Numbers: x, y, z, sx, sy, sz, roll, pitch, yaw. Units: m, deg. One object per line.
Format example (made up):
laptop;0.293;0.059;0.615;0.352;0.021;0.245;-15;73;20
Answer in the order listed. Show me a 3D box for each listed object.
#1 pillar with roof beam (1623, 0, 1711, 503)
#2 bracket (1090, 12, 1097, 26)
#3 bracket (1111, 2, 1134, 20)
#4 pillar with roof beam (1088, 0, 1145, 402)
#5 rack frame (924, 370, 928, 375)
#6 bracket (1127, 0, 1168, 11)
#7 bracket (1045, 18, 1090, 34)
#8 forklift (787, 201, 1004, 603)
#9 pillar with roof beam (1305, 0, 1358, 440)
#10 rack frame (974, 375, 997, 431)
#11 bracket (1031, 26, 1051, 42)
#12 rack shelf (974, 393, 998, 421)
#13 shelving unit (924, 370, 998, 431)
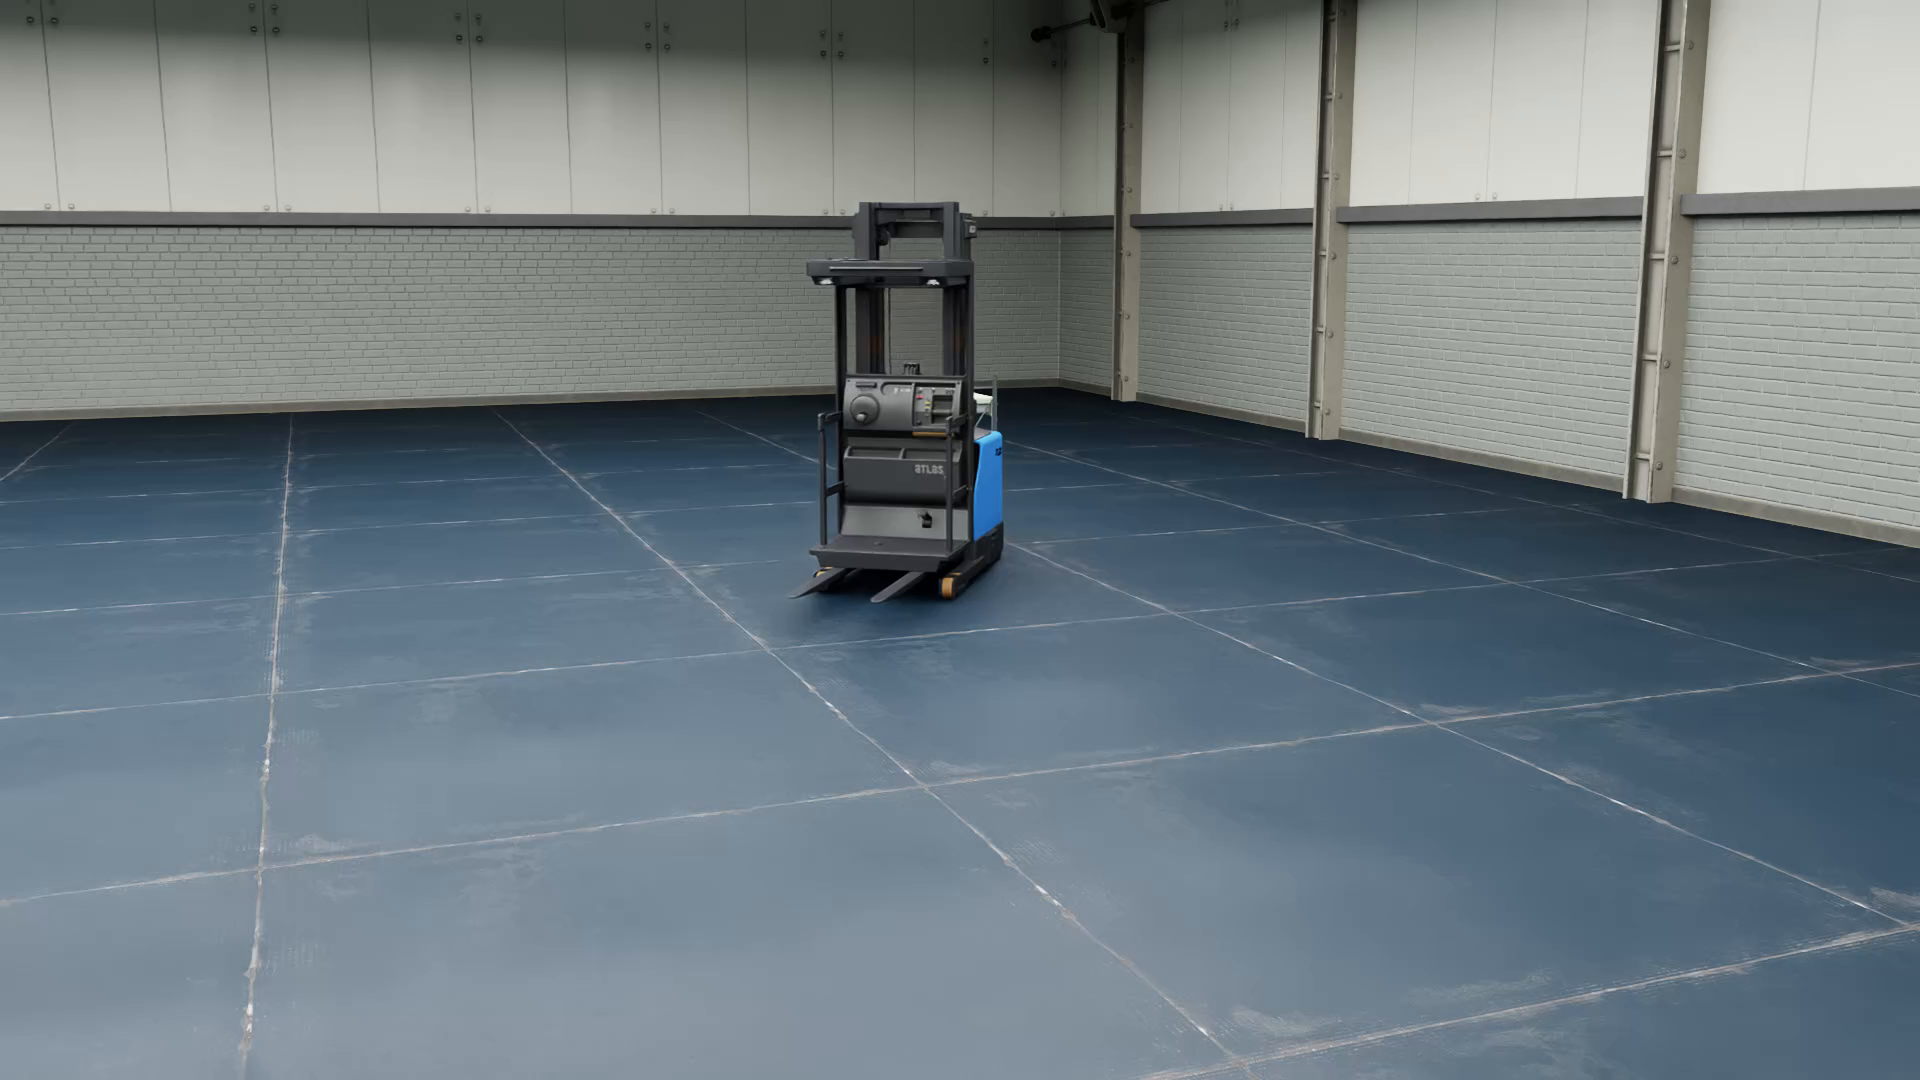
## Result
pillar with roof beam;3.130;-4.576;14.948;9.100;9.000;0.400;-4;11;-21
bracket;2.313;-8.625;27.435;0.235;0.232;0.430;-4;11;-21
bracket;2.614;-8.489;26.673;0.235;0.232;0.430;-4;11;-21
pillar with roof beam;-1.218;-6.534;25.960;9.100;9.000;0.548;-4;11;-21
rack frame;-0.135;-0.799;15.131;0.400;1.500;0.023;-4;11;-21
bracket;3.547;-8.069;24.309;0.076;0.066;4.783;-4;11;-21
bracket;1.668;-8.915;29.068;0.076;0.066;3.189;-4;11;-21
forklift;-0.492;-1.075;12.597;1.130;2.935;3.031;3;10;14
pillar with roof beam;0.956;-5.555;20.454;9.100;9.000;0.400;-4;11;-21
rack frame;0.130;-0.680;14.459;0.400;1.500;0.023;-4;11;-21
bracket;1.454;-9.012;29.610;0.235;0.232;0.430;-4;11;-21
rack shelf;-0.002;-1.124;14.727;0.431;0.370;0.720;-4;11;-21
shelving unit;-0.002;-0.739;14.795;0.431;1.500;0.755;-4;11;-21
